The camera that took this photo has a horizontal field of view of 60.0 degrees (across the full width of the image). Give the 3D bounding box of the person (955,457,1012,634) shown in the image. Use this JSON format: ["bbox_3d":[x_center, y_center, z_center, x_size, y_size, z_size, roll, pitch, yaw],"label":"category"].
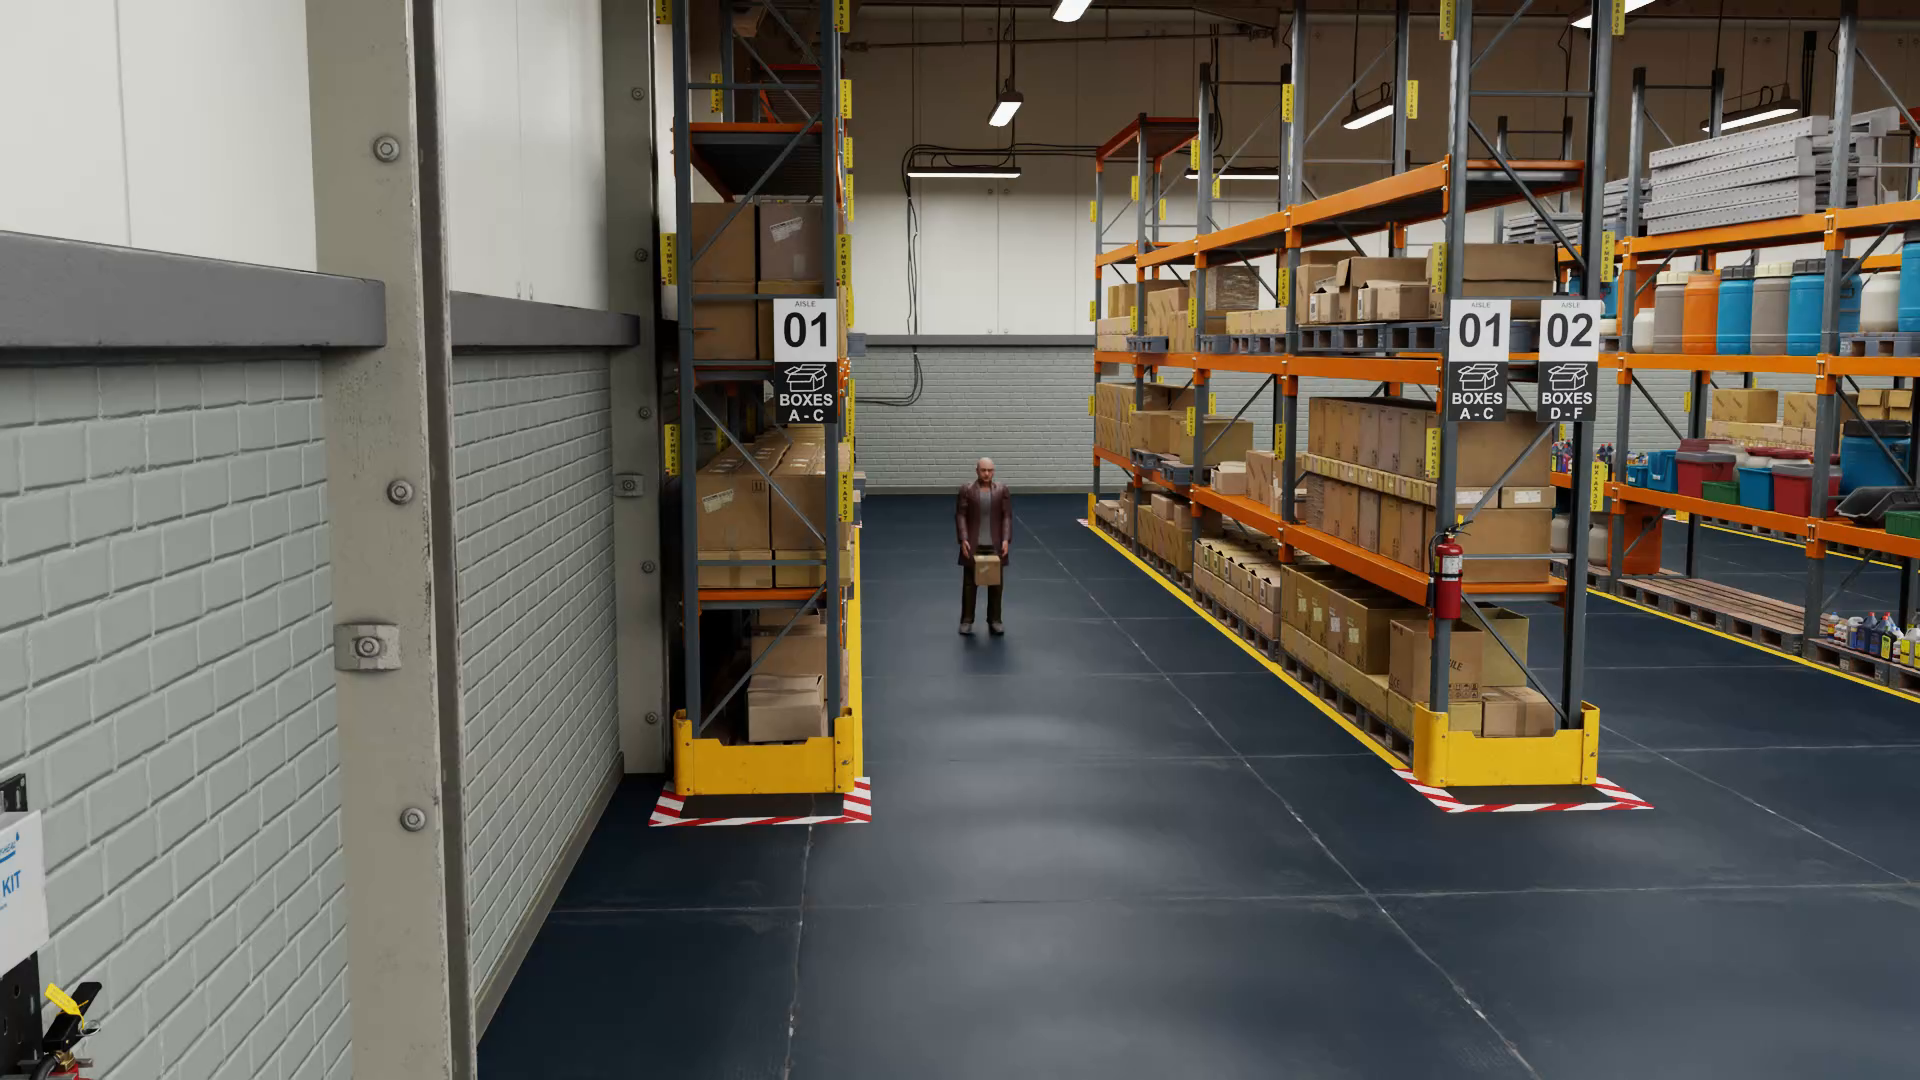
[{"bbox_3d":[0.244,0.052,16.832,0.586,1.779,0.424,-1,7,-5],"label":"person"}]
